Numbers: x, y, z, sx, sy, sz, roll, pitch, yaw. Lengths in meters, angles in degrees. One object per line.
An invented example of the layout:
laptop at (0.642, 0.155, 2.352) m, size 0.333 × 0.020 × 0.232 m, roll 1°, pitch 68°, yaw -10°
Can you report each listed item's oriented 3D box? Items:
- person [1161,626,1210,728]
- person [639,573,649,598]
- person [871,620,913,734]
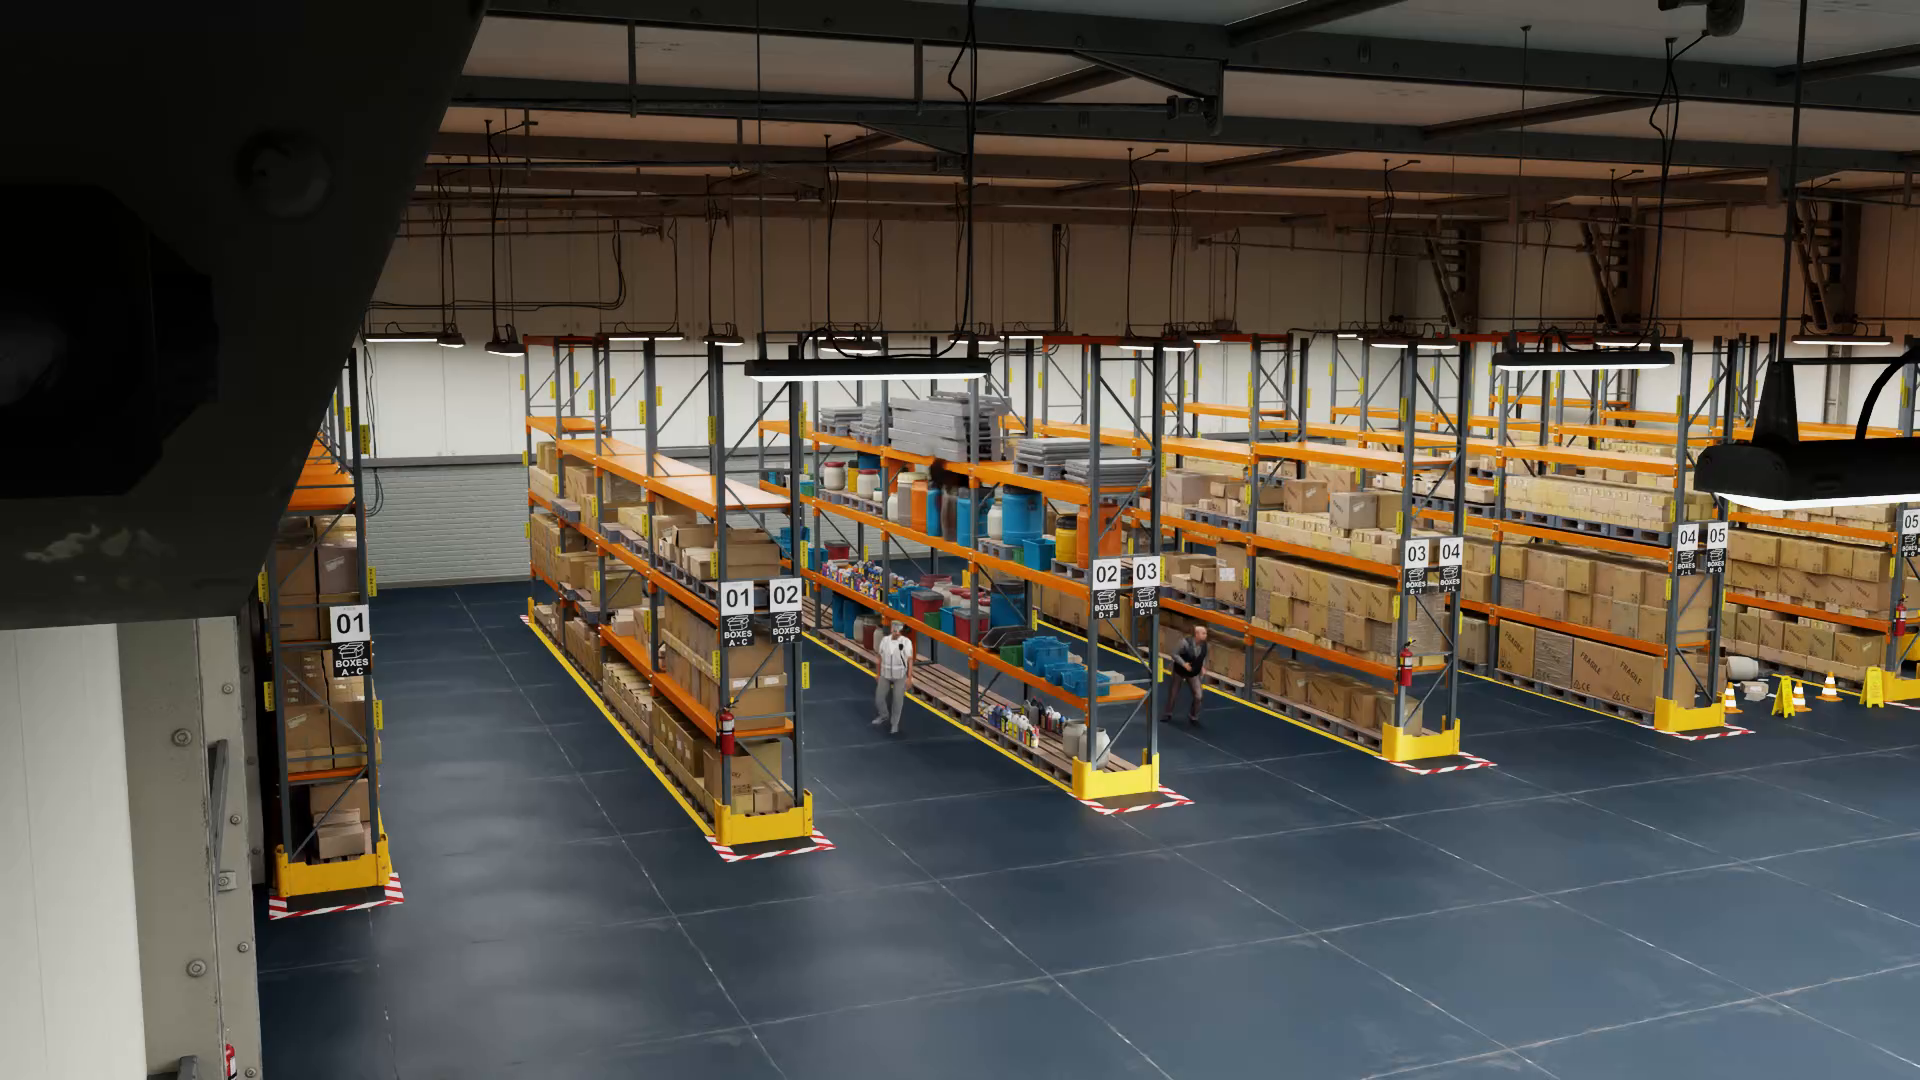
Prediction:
person at (3.567, 2.113, 25.987) m, size 0.734 × 1.630 × 0.792 m, roll -1°, pitch 8°, yaw -9°
person at (-6.690, 0.868, 35.269) m, size 0.604 × 1.585 × 0.749 m, roll -4°, pitch 9°, yaw -30°
person at (-1.043, 2.096, 25.519) m, size 0.673 × 1.786 × 0.519 m, roll 1°, pitch 8°, yaw 9°
